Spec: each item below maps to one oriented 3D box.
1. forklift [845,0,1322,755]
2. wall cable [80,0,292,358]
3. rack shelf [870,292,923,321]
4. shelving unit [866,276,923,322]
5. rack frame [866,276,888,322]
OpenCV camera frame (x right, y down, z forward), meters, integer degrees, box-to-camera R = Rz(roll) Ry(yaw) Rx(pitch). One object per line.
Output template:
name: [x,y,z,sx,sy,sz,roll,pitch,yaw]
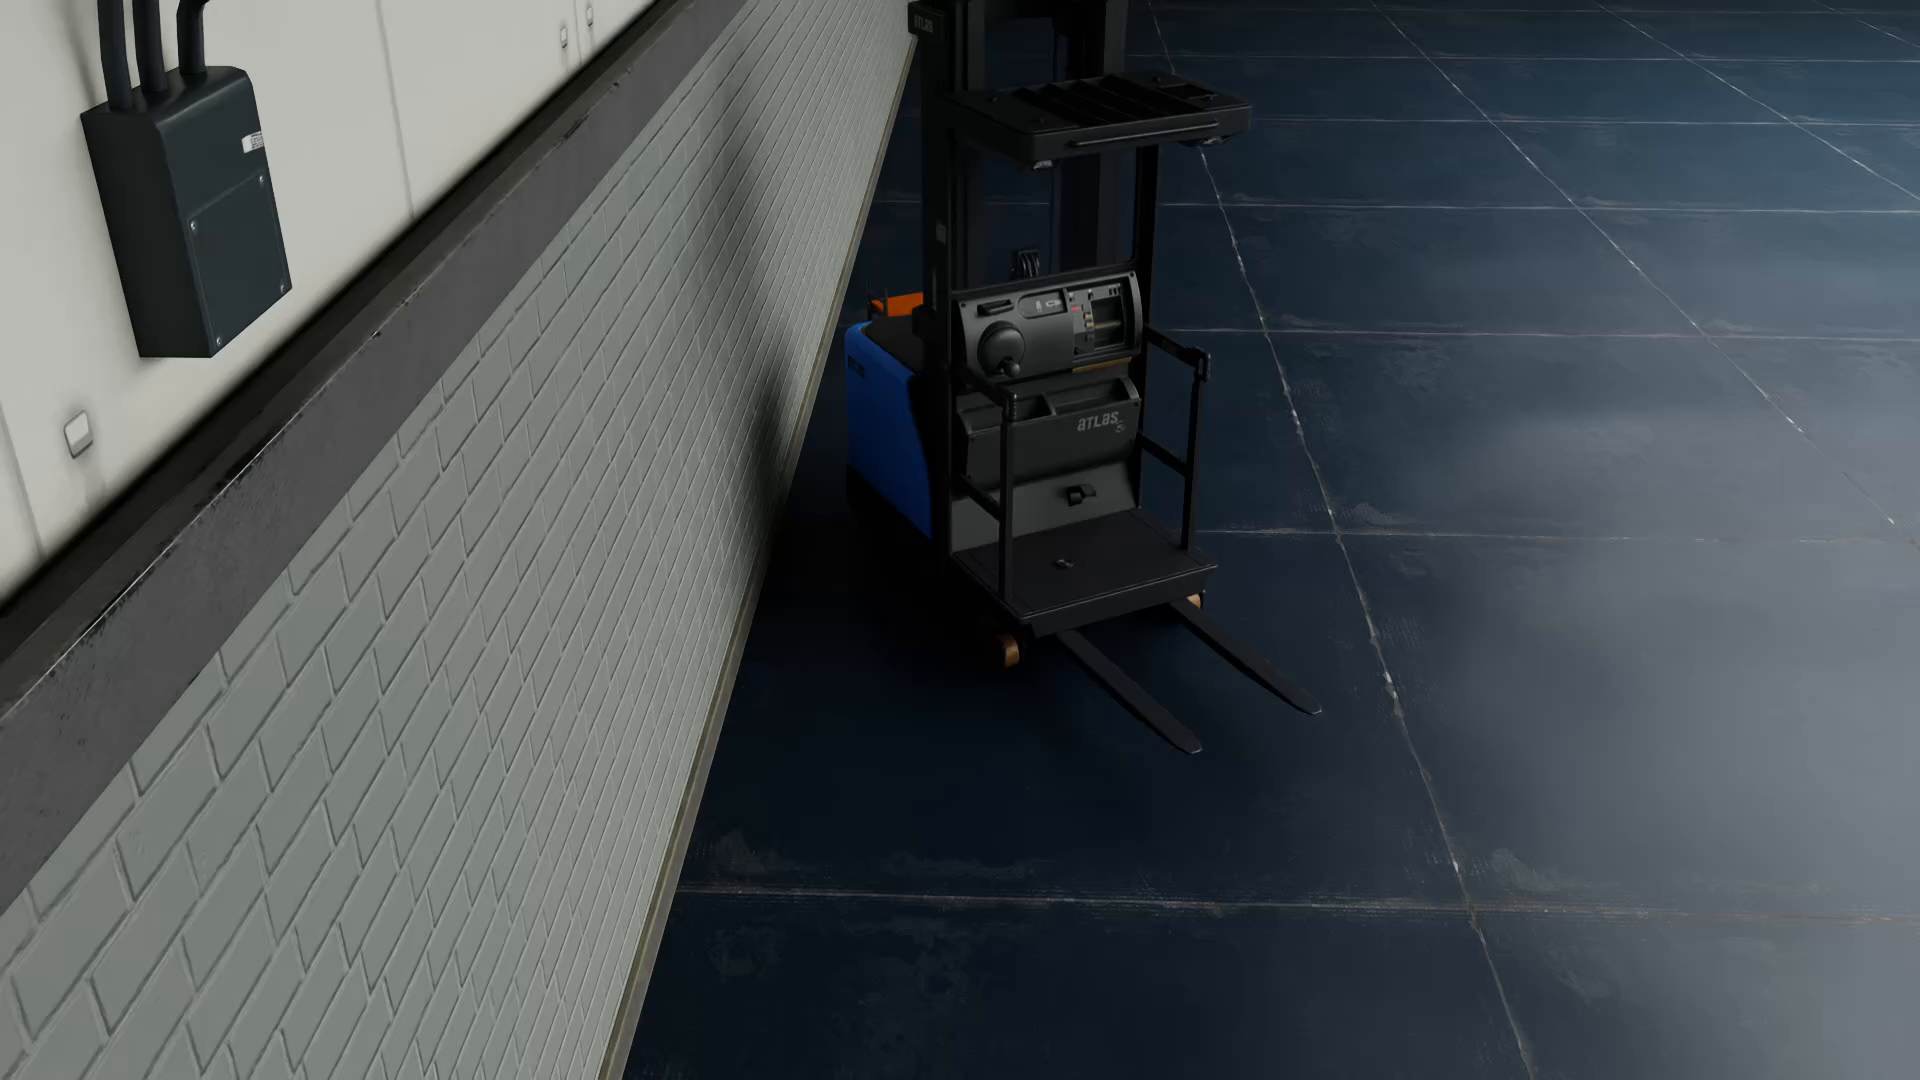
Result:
forklift: [0.518,-0.943,7.399,1.130,2.935,3.031,-14,31,-24]
wall cable: [-1.083,-3.456,2.030,0.169,6.003,2.305,1,28,2]
rack shelf: [-0.223,-1.224,8.939,0.480,0.148,0.258,-14,31,-24]
shelving unit: [-0.222,-0.877,9.122,0.503,1.200,0.258,-14,31,-24]
rack frame: [-0.438,-0.824,9.022,0.015,1.200,0.240,-14,31,-24]
